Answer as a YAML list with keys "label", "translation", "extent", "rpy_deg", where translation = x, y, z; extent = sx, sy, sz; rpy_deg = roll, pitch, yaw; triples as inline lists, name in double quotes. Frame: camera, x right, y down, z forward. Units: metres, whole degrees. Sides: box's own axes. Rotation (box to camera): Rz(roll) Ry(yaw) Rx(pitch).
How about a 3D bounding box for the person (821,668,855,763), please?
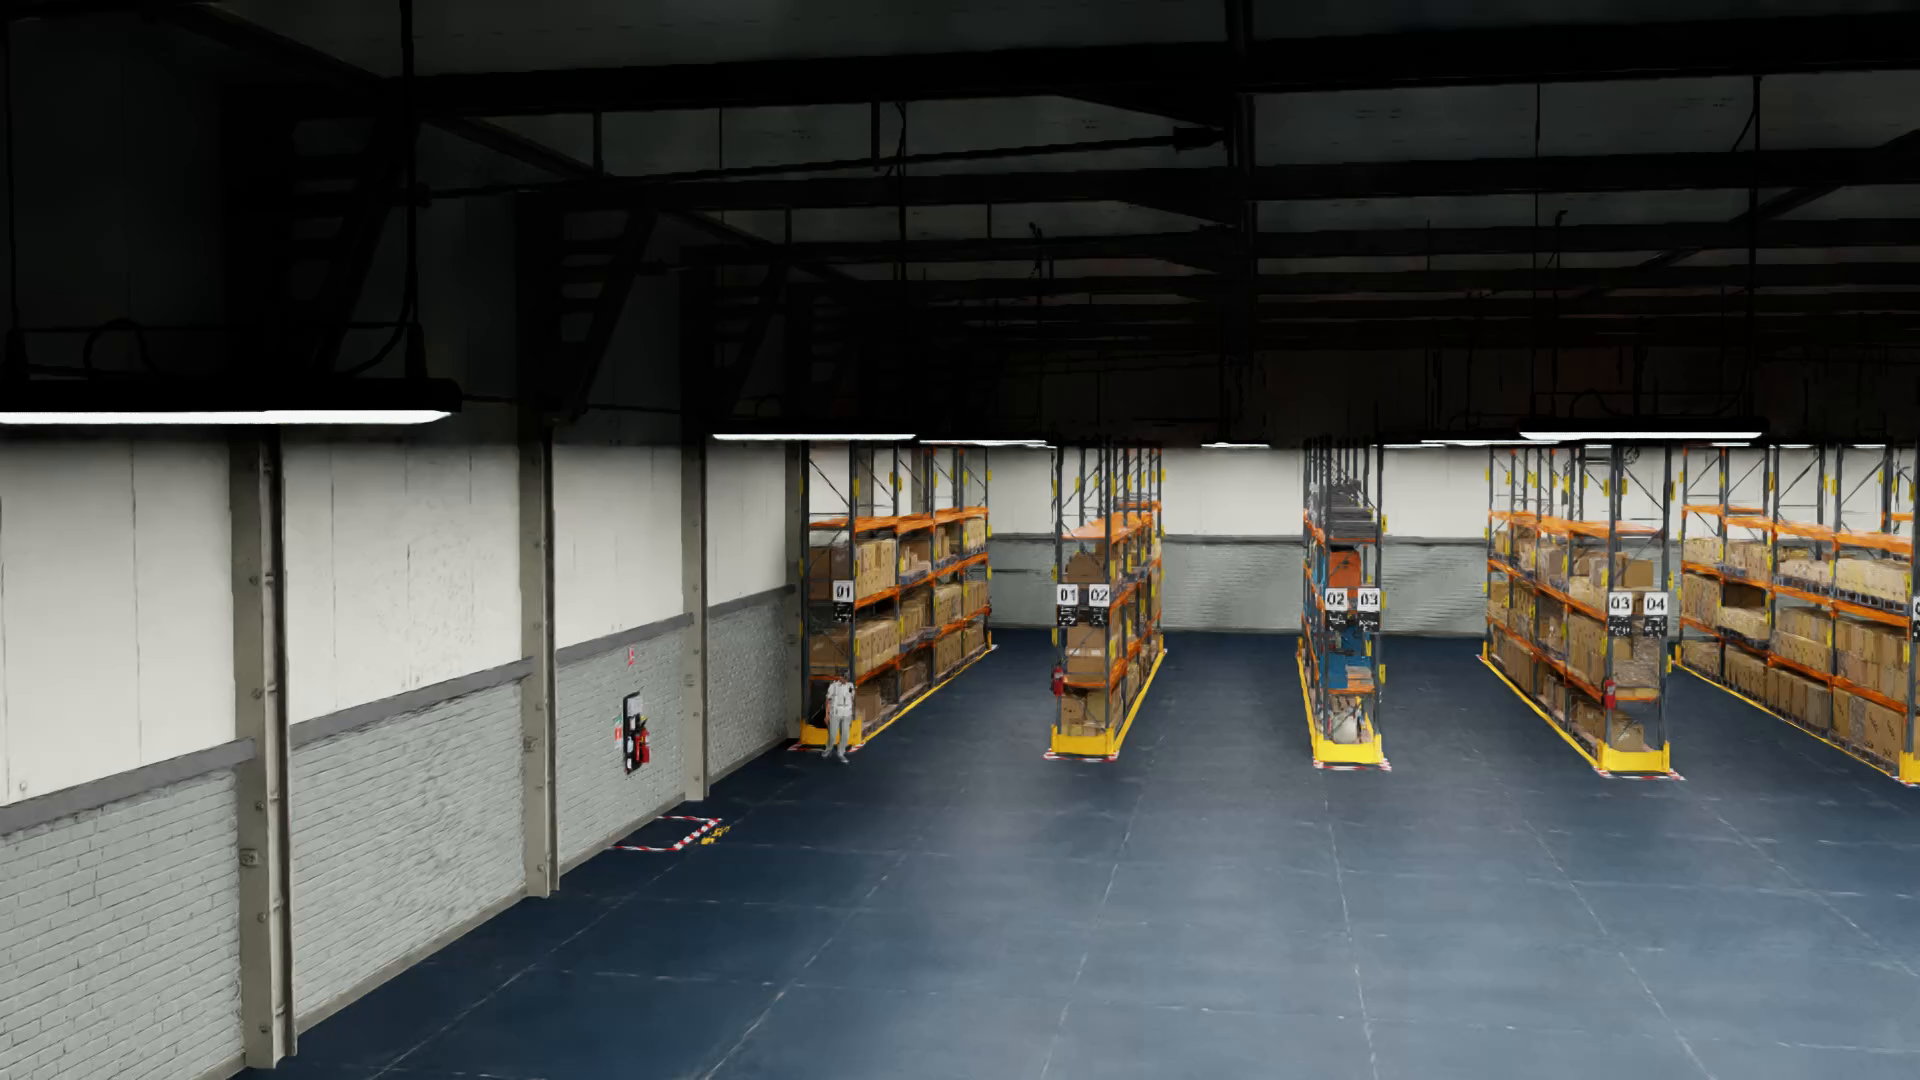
- label: "person"
  translation: [-2.245, 3.197, 30.569]
  extent: [0.605, 1.748, 0.567]
  rpy_deg: [-1, 3, -26]

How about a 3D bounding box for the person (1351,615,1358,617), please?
- label: "person"
  translation: [11.991, 2.175, 50.494]
  extent: [0.550, 1.651, 0.589]
  rpy_deg: [-2, 3, -26]
